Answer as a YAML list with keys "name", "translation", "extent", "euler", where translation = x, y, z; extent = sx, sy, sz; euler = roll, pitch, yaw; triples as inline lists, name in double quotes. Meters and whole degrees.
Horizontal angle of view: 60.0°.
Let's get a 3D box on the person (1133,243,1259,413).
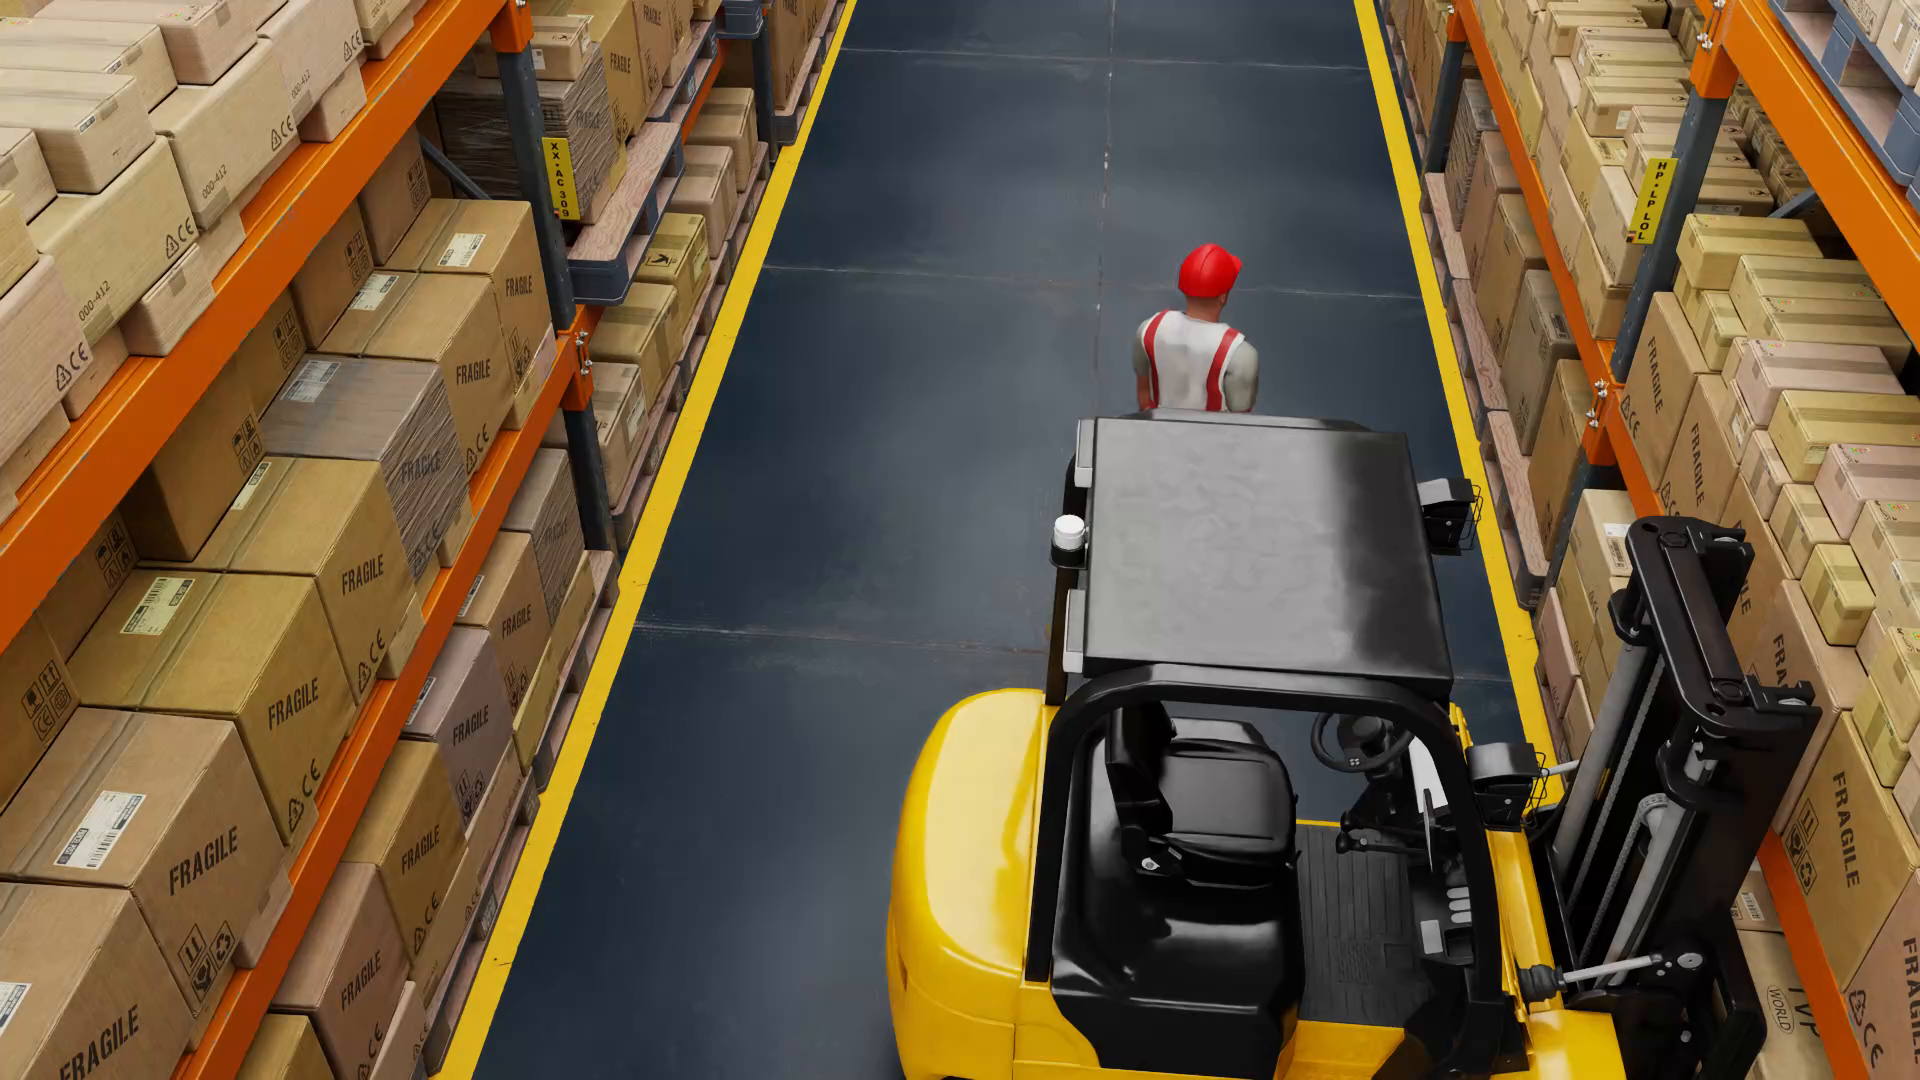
- name: "person"
  translation: [1.009, -0.432, 6.647]
  extent: [0.556, 1.790, 0.630]
  euler: [23, 45, 25]
